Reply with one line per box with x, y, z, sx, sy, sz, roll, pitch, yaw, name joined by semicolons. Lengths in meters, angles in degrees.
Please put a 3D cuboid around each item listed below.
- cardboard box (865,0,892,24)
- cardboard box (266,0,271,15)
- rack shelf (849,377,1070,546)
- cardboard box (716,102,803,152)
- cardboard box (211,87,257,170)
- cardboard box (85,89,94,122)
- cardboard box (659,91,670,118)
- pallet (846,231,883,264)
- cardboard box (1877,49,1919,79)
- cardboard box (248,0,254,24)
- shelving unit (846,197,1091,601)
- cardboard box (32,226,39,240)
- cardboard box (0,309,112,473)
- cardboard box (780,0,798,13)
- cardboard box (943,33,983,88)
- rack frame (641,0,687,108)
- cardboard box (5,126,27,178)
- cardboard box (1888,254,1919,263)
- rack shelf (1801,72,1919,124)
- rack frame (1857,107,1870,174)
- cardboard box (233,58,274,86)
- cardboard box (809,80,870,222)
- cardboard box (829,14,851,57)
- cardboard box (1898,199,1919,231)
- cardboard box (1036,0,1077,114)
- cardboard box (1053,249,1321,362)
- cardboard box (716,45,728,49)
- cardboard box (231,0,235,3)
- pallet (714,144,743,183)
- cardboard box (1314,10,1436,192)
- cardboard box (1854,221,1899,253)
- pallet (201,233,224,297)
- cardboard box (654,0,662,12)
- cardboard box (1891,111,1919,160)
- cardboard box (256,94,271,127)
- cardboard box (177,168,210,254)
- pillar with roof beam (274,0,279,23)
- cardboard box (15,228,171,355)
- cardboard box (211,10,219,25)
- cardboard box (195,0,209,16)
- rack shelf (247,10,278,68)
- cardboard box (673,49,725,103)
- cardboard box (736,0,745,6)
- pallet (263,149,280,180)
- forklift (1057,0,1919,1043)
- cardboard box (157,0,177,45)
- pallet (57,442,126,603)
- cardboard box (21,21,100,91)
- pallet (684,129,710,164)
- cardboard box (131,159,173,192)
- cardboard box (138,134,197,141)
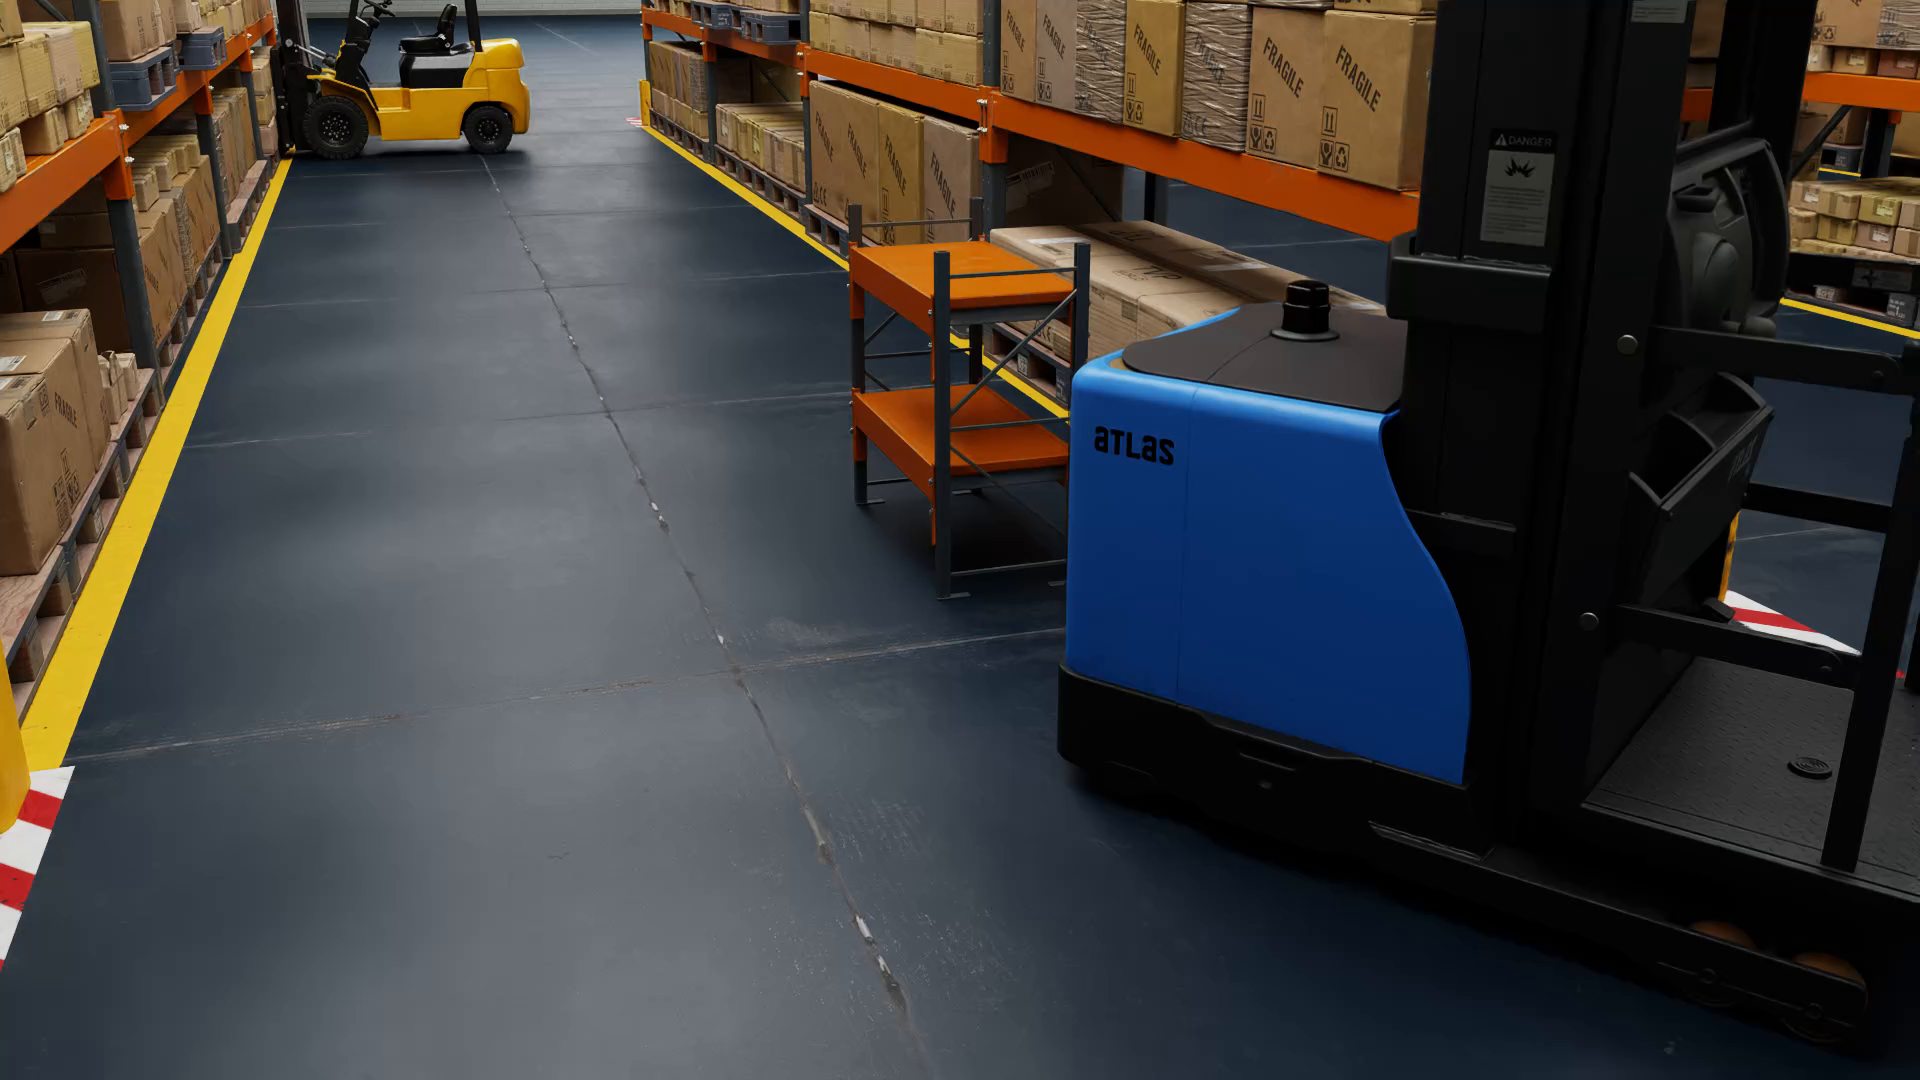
-0.272;-3.255;10.024;0.500;0.250;0.500;-6;21;-16;cardboard box
-7.471;-5.727;17.274;0.500;0.500;0.500;-7;21;-18;cardboard box
0.002;-0.297;5.803;0.538;0.278;1.000;-6;21;-17;rack shelf
-1.740;-3.847;15.457;0.950;0.372;0.625;-6;21;-17;cardboard box
-6.443;-3.440;13.947;0.875;0.625;0.625;-5;20;-15;cardboard box
-3.763;-1.765;6.764;0.380;0.149;0.250;-6;21;-16;cardboard box
-3.020;-4.789;18.258;0.500;0.250;0.500;-6;21;-15;cardboard box
-0.094;-1.807;10.634;1.003;0.211;1.213;-6;21;-17;pallet
5.339;-2.647;9.219;0.380;0.149;0.250;-7;21;-20;cardboard box
-6.689;-4.908;14.997;0.500;0.500;0.500;-6;21;-16;cardboard box
0.002;-0.527;5.720;0.538;1.125;1.048;-6;21;-17;shelving unit
-4.124;-1.509;7.798;0.380;0.149;0.250;-7;21;-19;cardboard box
-3.506;-0.514;5.987;0.700;0.500;0.500;-7;21;-19;cardboard box
-1.129;-4.009;12.390;0.380;0.149;0.250;-6;21;-16;cardboard box
0.227;-2.534;8.755;0.500;0.250;0.500;-7;21;-18;cardboard box
-3.164;-6.338;19.125;1.000;3.000;0.127;-6;21;-17;rack frame
-3.149;-1.192;5.171;0.380;0.149;0.250;-6;21;-16;cardboard box
5.423;-1.515;9.292;0.380;0.149;0.250;-7;21;-18;cardboard box
5.904;-2.065;8.293;1.077;0.370;4.000;-6;21;-17;rack shelf
8.758;-4.824;14.909;1.000;3.000;0.127;-6;21;-17;rack frame
-6.790;-4.412;15.730;0.500;0.250;0.500;-6;21;-15;cardboard box
-0.511;-2.738;11.624;0.875;0.875;0.875;-7;21;-18;cardboard box
-0.556;-3.354;11.038;0.500;0.250;0.500;-7;21;-19;cardboard box
5.447;-1.797;9.198;0.380;0.149;0.250;-7;21;-19;cardboard box
0.661;-2.194;7.439;0.500;0.500;0.500;-6;21;-17;cardboard box
0.985;-0.979;7.373;0.875;0.438;0.875;-7;21;-19;cardboard box
-2.346;-5.035;17.835;0.500;0.500;0.500;-7;21;-18;cardboard box
-6.052;-4.396;13.200;0.500;0.250;0.500;-7;21;-19;cardboard box
-1.661;-3.492;15.327;1.003;0.211;1.213;-6;21;-17;pallet
1.462;-1.377;5.166;0.500;0.500;0.500;-6;21;-17;cardboard box
5.361;-1.745;9.494;0.380;0.149;0.250;-7;21;-18;cardboard box
-5.162;-1.686;10.299;1.003;0.211;1.213;-6;21;-17;pallet
-3.118;-5.829;18.080;0.380;0.149;0.250;-6;21;-16;cardboard box
8.955;-3.798;14.574;1.225;0.875;0.875;-7;21;-20;cardboard box
-6.477;-3.853;14.912;0.500;0.250;0.500;-6;21;-17;cardboard box
-4.876;-1.989;10.093;0.500;0.500;0.500;-7;21;-18;cardboard box
-13.854;-18.398;43.827;9.100;9.000;0.400;-6;21;-17;pillar with roof beam
-4.042;-1.159;7.782;0.500;0.500;0.500;-5;20;-15;cardboard box
-5.590;-3.666;11.909;0.500;0.250;0.500;-7;21;-19;cardboard box
-5.244;-3.578;10.923;0.500;0.250;0.500;-6;21;-17;cardboard box
-7.246;-4.829;15.988;1.077;0.370;4.000;-6;21;-17;rack shelf
-2.671;-4.799;17.177;0.500;0.500;0.500;-5;20;-14;cardboard box
-1.650;-4.502;13.763;0.380;0.149;0.250;-6;20;-15;cardboard box
-6.828;-3.473;15.274;1.003;0.211;1.213;-6;21;-17;pallet
1.736;-0.613;3.287;3.031;2.935;1.130;14;24;34;forklift
-4.452;-2.800;8.506;0.700;0.500;0.500;-6;21;-17;cardboard box
-3.501;-0.033;5.698;1.003;0.211;1.213;-6;21;-17;pallet
-3.712;-1.891;6.524;0.500;0.250;0.500;-6;21;-16;cardboard box
-2.152;-3.954;16.612;1.003;0.211;1.213;-6;21;-17;pallet
-4.575;-2.009;9.188;0.380;0.149;0.250;-7;21;-20;cardboard box
-4.965;-2.437;10.381;0.380;0.149;0.250;-7;21;-20;cardboard box
